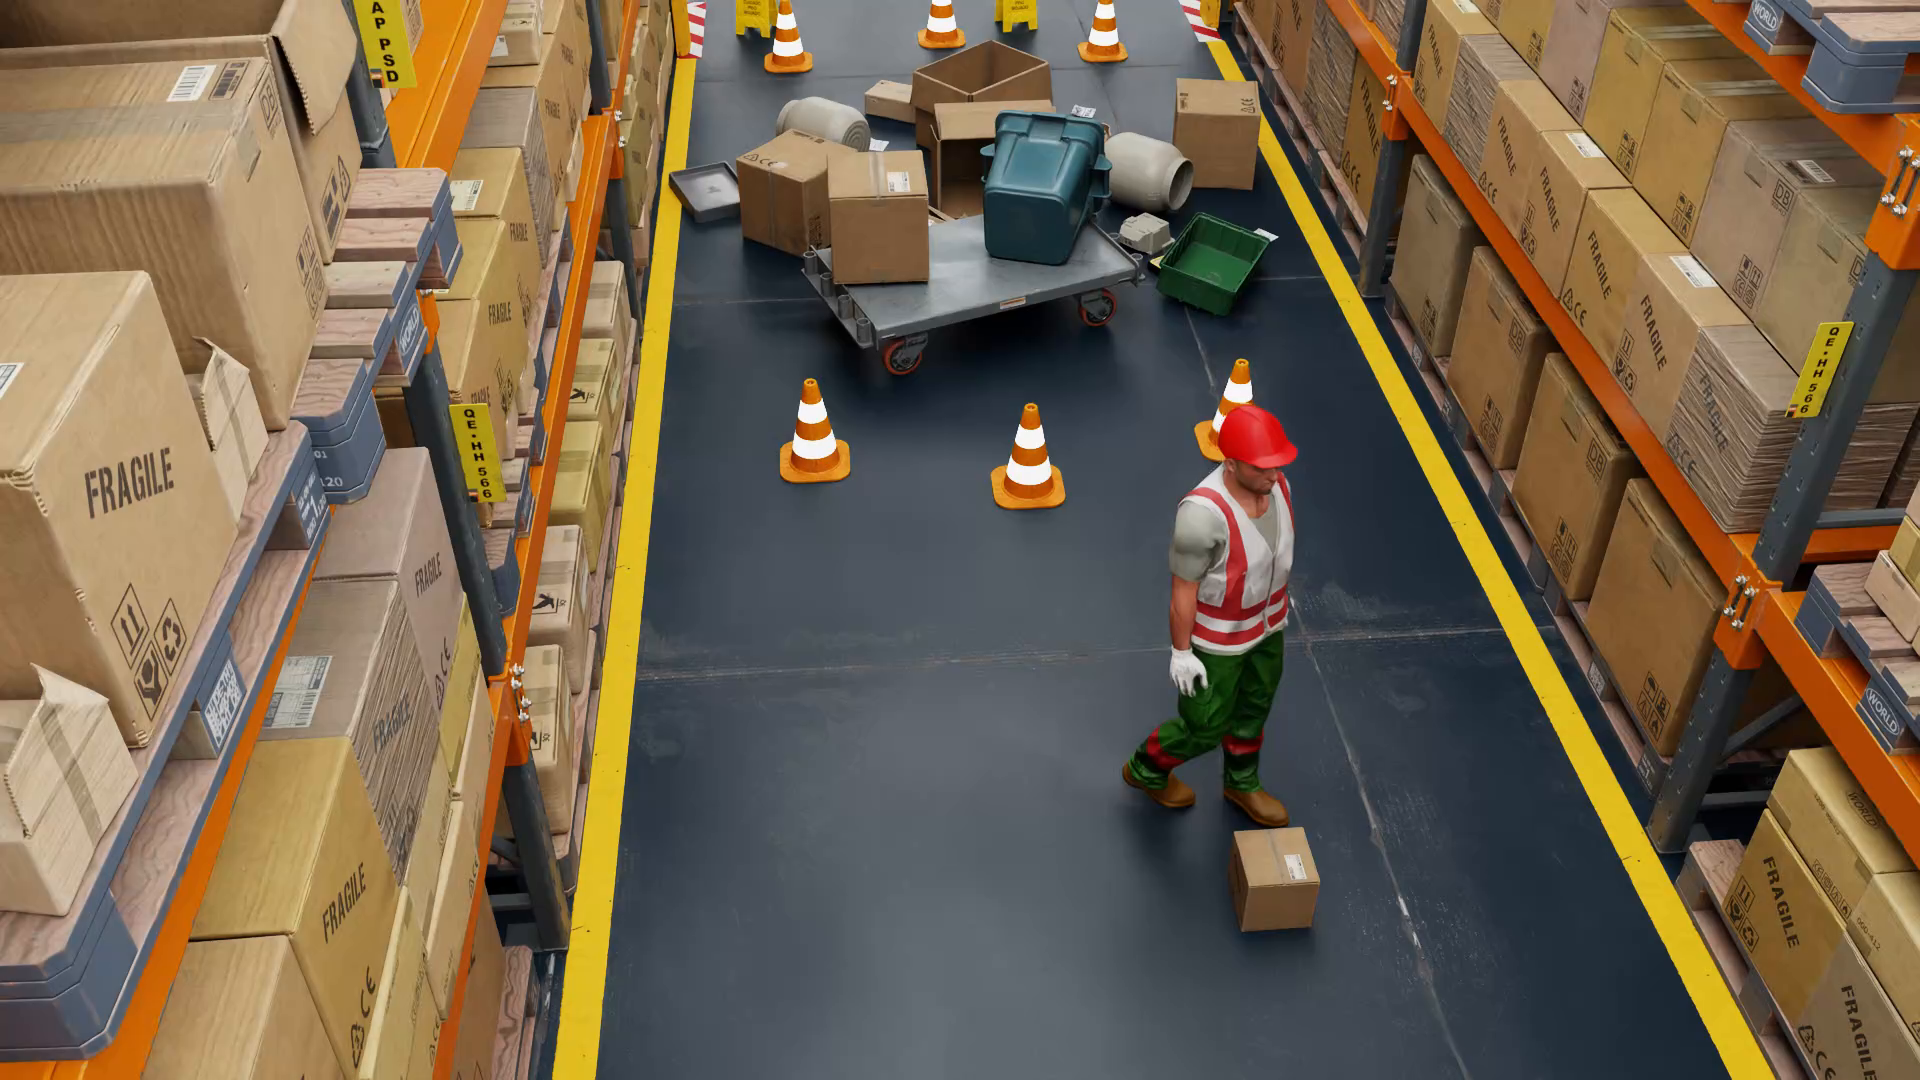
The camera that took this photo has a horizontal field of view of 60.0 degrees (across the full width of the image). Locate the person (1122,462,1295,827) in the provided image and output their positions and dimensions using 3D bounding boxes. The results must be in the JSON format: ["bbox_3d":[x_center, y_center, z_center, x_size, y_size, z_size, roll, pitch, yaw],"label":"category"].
[{"bbox_3d":[0.939,0.400,5.823,0.572,1.547,0.572,-29,47,-31],"label":"person"}]
